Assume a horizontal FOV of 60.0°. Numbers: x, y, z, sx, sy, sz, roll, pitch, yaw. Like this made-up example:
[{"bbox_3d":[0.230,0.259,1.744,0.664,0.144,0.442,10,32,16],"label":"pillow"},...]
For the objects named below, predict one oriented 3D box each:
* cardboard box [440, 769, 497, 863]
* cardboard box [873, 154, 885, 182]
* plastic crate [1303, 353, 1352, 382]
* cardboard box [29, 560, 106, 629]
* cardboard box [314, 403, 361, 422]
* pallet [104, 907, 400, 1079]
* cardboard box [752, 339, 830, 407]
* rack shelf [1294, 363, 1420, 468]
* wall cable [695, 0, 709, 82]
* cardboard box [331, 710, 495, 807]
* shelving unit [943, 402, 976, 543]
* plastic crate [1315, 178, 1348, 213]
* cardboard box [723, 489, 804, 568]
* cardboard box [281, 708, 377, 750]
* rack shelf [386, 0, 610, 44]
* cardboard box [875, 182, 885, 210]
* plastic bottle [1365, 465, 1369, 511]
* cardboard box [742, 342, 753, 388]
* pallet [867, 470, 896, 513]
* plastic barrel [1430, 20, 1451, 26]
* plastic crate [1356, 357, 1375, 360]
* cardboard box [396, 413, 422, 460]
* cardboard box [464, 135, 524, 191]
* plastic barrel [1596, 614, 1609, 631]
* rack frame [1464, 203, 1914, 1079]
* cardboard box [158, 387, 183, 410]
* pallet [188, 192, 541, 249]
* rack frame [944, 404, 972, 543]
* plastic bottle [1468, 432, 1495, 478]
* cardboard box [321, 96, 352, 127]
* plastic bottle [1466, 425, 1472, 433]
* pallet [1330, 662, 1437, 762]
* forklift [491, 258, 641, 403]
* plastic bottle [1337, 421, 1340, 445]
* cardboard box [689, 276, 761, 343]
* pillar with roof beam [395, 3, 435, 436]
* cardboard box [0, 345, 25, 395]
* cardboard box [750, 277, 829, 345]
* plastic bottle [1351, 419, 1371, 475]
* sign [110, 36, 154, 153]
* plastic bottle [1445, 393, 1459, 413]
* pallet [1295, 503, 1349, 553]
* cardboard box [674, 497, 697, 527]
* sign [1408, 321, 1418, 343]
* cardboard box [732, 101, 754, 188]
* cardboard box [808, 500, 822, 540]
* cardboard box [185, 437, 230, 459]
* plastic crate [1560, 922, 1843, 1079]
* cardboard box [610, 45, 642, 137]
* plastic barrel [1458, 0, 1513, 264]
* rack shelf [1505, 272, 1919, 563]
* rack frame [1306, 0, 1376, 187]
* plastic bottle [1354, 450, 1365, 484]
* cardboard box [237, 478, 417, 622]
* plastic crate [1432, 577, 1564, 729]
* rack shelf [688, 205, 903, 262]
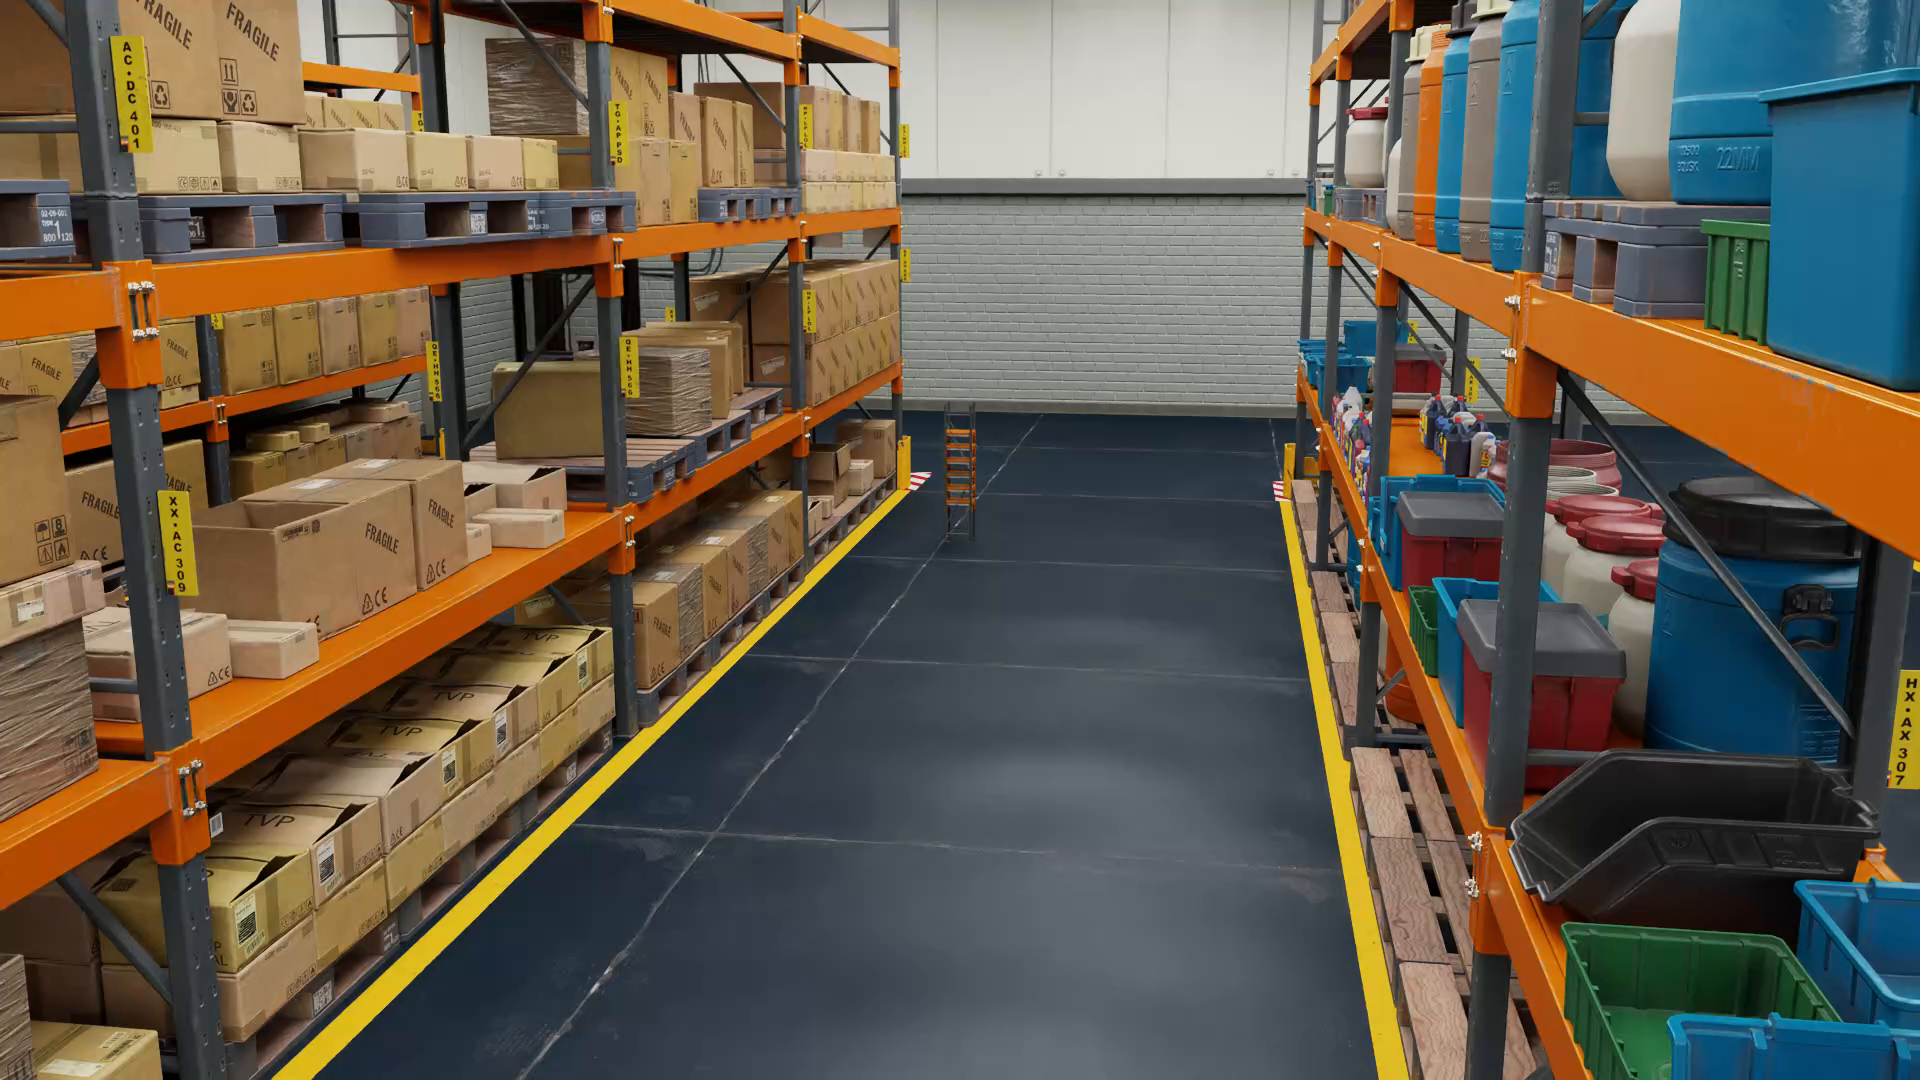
[{"bbox_3d":[-2.394,1.198,7.344,0.500,0.250,0.500,2,12,10],"label":"cardboard box"},{"bbox_3d":[-0.995,-3.461,15.481,0.500,0.250,0.500,2,12,9],"label":"cardboard box"},{"bbox_3d":[3.236,-1.514,14.654,0.416,0.233,0.300,2,12,9],"label":"plastic crate"},{"bbox_3d":[-2.767,0.153,4.887,0.380,0.149,0.250,2,12,9],"label":"cardboard box"},{"bbox_3d":[-6.251,-1.281,16.714,0.380,0.149,0.250,2,12,9],"label":"cardboard box"},{"bbox_3d":[-2.863,1.664,6.272,1.003,0.211,1.213,2,12,9],"label":"pallet"},{"bbox_3d":[-1.359,-1.356,13.429,0.500,0.500,0.500,2,12,10],"label":"cardboard box"},{"bbox_3d":[3.494,-1.113,14.247,1.077,0.370,4.000,2,12,9],"label":"rack shelf"},{"bbox_3d":[-2.091,-7.164,21.759,3.097,2.526,0.112,2,12,9],"label":"wall cable"},{"bbox_3d":[-2.392,0.922,7.294,0.500,0.311,0.500,2,12,10],"label":"cardboard box"},{"bbox_3d":[-0.002,-0.584,14.353,0.258,1.200,0.189,2,12,9],"label":"shelving unit"},{"bbox_3d":[3.156,-2.838,13.705,0.437,0.282,0.530,2,12,9],"label":"plastic crate"},{"bbox_3d":[-1.500,-0.091,12.685,0.500,0.500,0.500,2,12,8],"label":"cardboard box"},{"bbox_3d":[-2.925,0.910,7.351,0.500,0.311,0.500,2,12,8],"label":"cardboard box"},{"bbox_3d":[-2.630,-2.347,6.678,1.077,0.370,4.000,2,12,9],"label":"rack shelf"},{"bbox_3d":[-0.998,-3.216,15.534,0.500,0.250,0.500,2,12,9],"label":"cardboard box"},{"bbox_3d":[2.248,-0.305,9.066,0.061,0.283,0.133,2,12,9],"label":"plastic bottle"},{"bbox_3d":[-1.884,-1.371,13.499,0.500,0.500,0.500,2,12,10],"label":"cardboard box"},{"bbox_3d":[-1.225,-0.498,16.302,1.003,0.211,1.213,2,12,9],"label":"pallet"},{"bbox_3d":[2.662,-2.216,8.518,0.600,0.830,0.708,2,12,9],"label":"plastic barrel"},{"bbox_3d":[3.856,-1.606,15.310,0.396,0.136,0.243,2,12,9],"label":"plastic crate"},{"bbox_3d":[-5.996,-1.037,17.121,0.700,0.500,0.500,2,12,9],"label":"cardboard box"},{"bbox_3d":[-2.399,-1.770,7.824,0.500,0.250,0.500,2,12,10],"label":"cardboard box"},{"bbox_3d":[2.312,0.414,5.782,0.301,0.262,0.301,0,12,0],"label":"plastic barrel"},{"bbox_3d":[1.957,0.617,4.512,1.000,3.000,0.127,2,12,9],"label":"rack frame"},{"bbox_3d":[-6.390,-1.124,13.137,0.380,0.149,0.250,2,12,10],"label":"cardboard box"},{"bbox_3d":[-2.507,-1.374,7.079,1.003,0.211,1.213,2,12,11],"label":"pallet"},{"bbox_3d":[-0.016,-0.564,14.265,0.240,1.200,0.006,2,12,9],"label":"rack frame"},{"bbox_3d":[3.171,-0.524,10.098,0.152,0.276,0.135,2,12,9],"label":"plastic bottle"},{"bbox_3d":[-5.990,-3.842,15.424,0.500,0.500,0.500,1,12,6],"label":"cardboard box"},{"bbox_3d":[3.184,-0.585,10.394,0.097,0.271,0.097,0,12,0],"label":"plastic bottle"},{"bbox_3d":[2.652,0.982,9.438,1.003,0.211,1.213,2,12,9],"label":"pallet"},{"bbox_3d":[-3.364,-1.417,14.110,1.130,2.935,3.031,3,12,12],"label":"forklift"},{"bbox_3d":[2.623,-0.748,11.315,0.097,0.201,0.097,0,12,0],"label":"plastic bottle"},{"bbox_3d":[-1.885,-1.861,13.400,0.500,0.500,0.500,2,12,9],"label":"cardboard box"},{"bbox_3d":[-2.173,-5.586,19.052,9.100,9.000,0.400,2,12,9],"label":"pillar with roof beam"},{"bbox_3d":[-6.723,-1.046,11.236,0.500,0.500,0.500,2,12,8],"label":"cardboard box"},{"bbox_3d":[-1.356,-1.837,13.285,0.500,0.500,0.500,2,12,10],"label":"cardboard box"},{"bbox_3d":[2.454,-0.560,10.088,0.144,0.351,0.185,2,12,9],"label":"plastic bottle"},{"bbox_3d":[-2.389,-1.285,4.800,0.100,0.325,0.005,2,12,9],"label":"sign"},{"bbox_3d":[3.369,-0.823,11.308,0.144,0.351,0.185,2,12,9],"label":"plastic bottle"},{"bbox_3d":[3.447,-0.095,14.431,1.003,0.211,1.213,2,12,9],"label":"pallet"},{"bbox_3d":[-2.176,-0.269,11.729,0.500,0.250,0.500,2,12,9],"label":"cardboard box"},{"bbox_3d":[4.348,-1.947,16.019,0.100,0.325,0.005,2,12,9],"label":"sign"},{"bbox_3d":[-1.857,-2.877,12.131,0.600,0.600,0.600,1,12,3],"label":"cardboard box"},{"bbox_3d":[-1.429,-0.191,13.598,0.500,0.311,0.500,2,12,9],"label":"cardboard box"},{"bbox_3d":[-6.604,-0.799,14.477,0.380,0.149,0.250,2,12,8],"label":"cardboard box"},{"bbox_3d":[1.469,0.994,3.266,0.450,0.188,0.662,2,12,9],"label":"plastic crate"},{"bbox_3d":[-2.170,-2.578,9.606,0.500,0.500,0.500,2,12,9],"label":"cardboard box"},{"bbox_3d":[1.921,-1.344,5.299,0.600,0.901,0.600,0,12,0],"label":"plastic barrel"},{"bbox_3d":[1.649,-0.082,2.340,1.077,0.370,4.000,2,12,9],"label":"rack shelf"},{"bbox_3d":[3.802,-4.814,15.471,1.000,3.000,0.127,2,12,9],"label":"rack frame"},{"bbox_3d":[2.388,-0.430,9.842,0.097,0.201,0.097,0,12,0],"label":"plastic bottle"},{"bbox_3d":[-2.645,0.033,6.982,0.500,0.500,0.500,2,12,9],"label":"cardboard box"},{"bbox_3d":[1.819,0.385,5.626,0.392,0.384,0.575,2,12,9],"label":"plastic crate"},{"bbox_3d":[-1.399,-2.741,14.680,1.077,0.370,4.000,2,12,9],"label":"rack shelf"}]
